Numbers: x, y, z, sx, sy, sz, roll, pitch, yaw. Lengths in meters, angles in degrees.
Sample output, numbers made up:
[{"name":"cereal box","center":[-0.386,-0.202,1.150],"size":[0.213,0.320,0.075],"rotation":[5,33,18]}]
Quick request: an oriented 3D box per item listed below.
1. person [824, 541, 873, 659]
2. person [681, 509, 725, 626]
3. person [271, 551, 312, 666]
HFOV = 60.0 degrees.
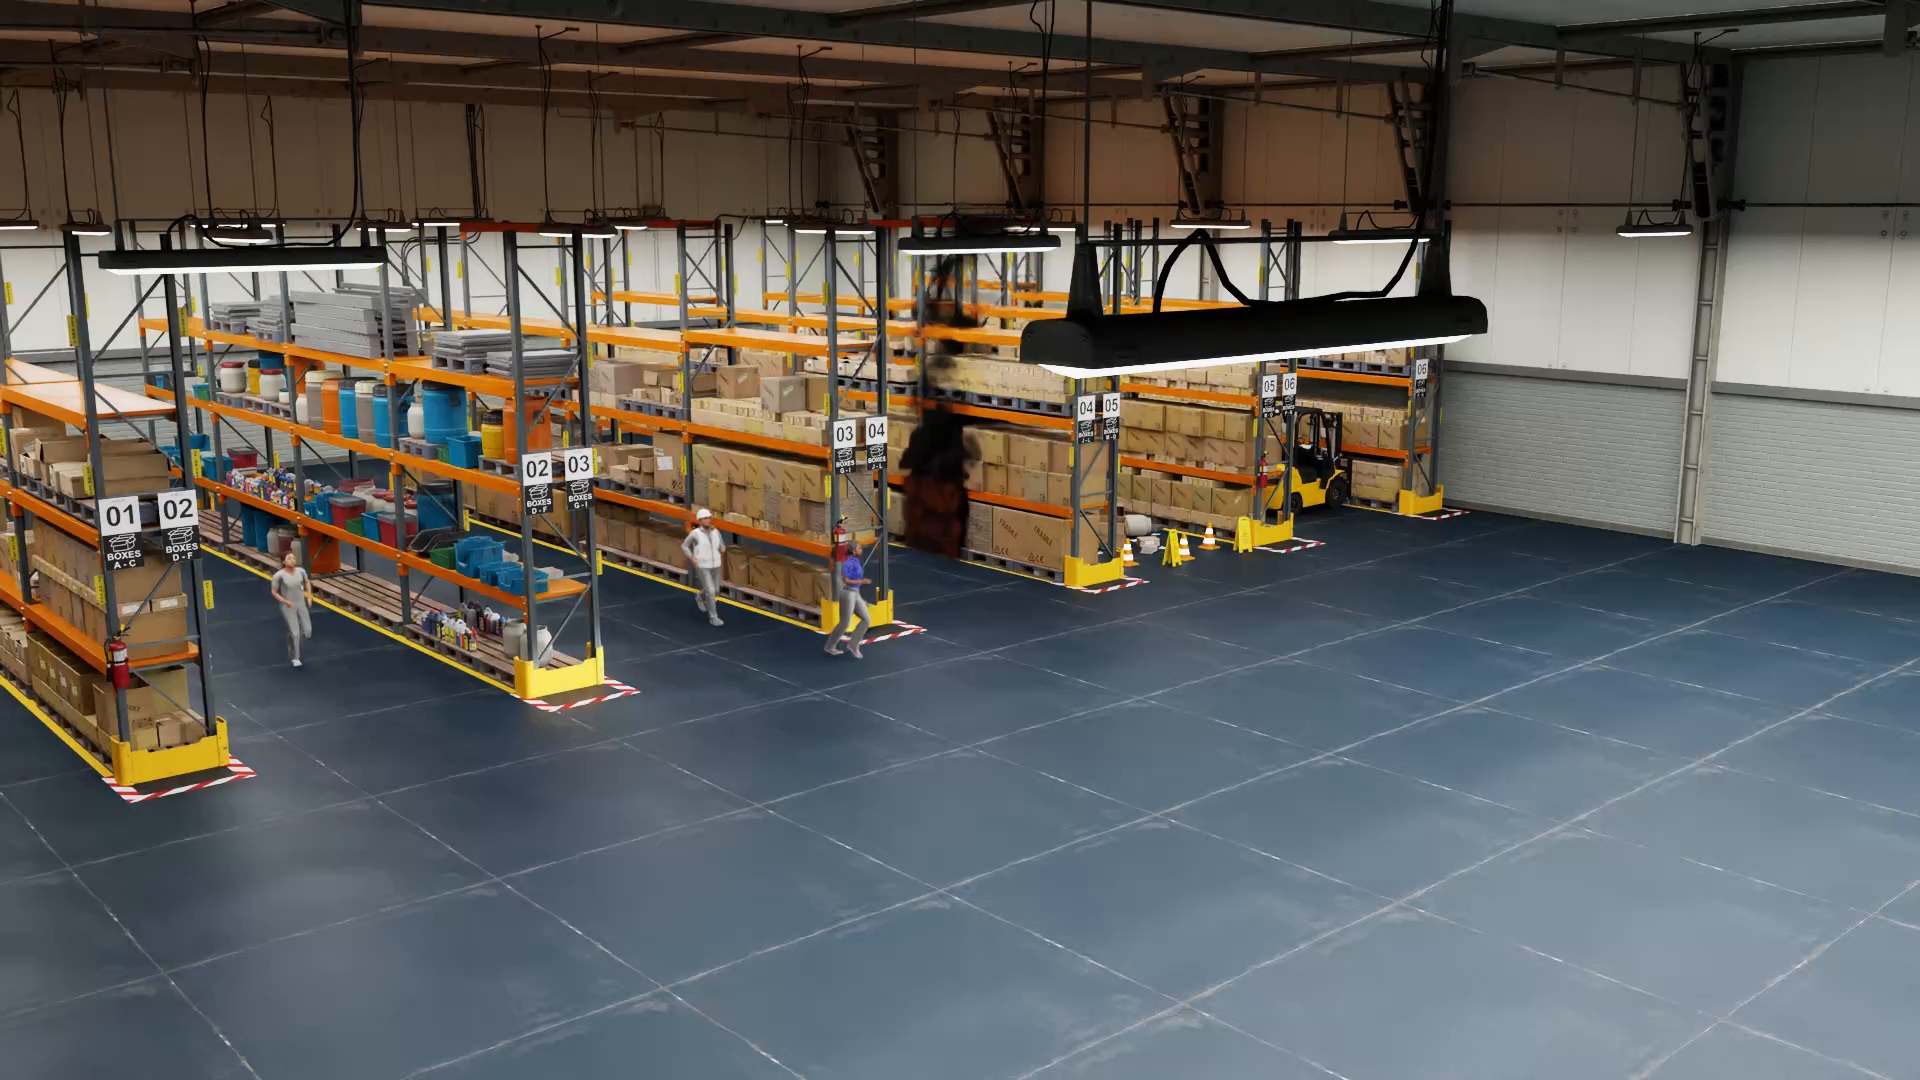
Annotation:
[{"name":"person","center":[-1.541,0.845,23.650],"size":[0.683,1.665,0.604],"rotation":[4,12,17]},{"name":"person","center":[-3.882,0.393,25.460],"size":[0.667,1.749,0.915],"rotation":[-10,15,-40]},{"name":"person","center":[-9.280,0.935,23.148],"size":[0.588,1.630,0.596],"rotation":[10,15,41]}]
